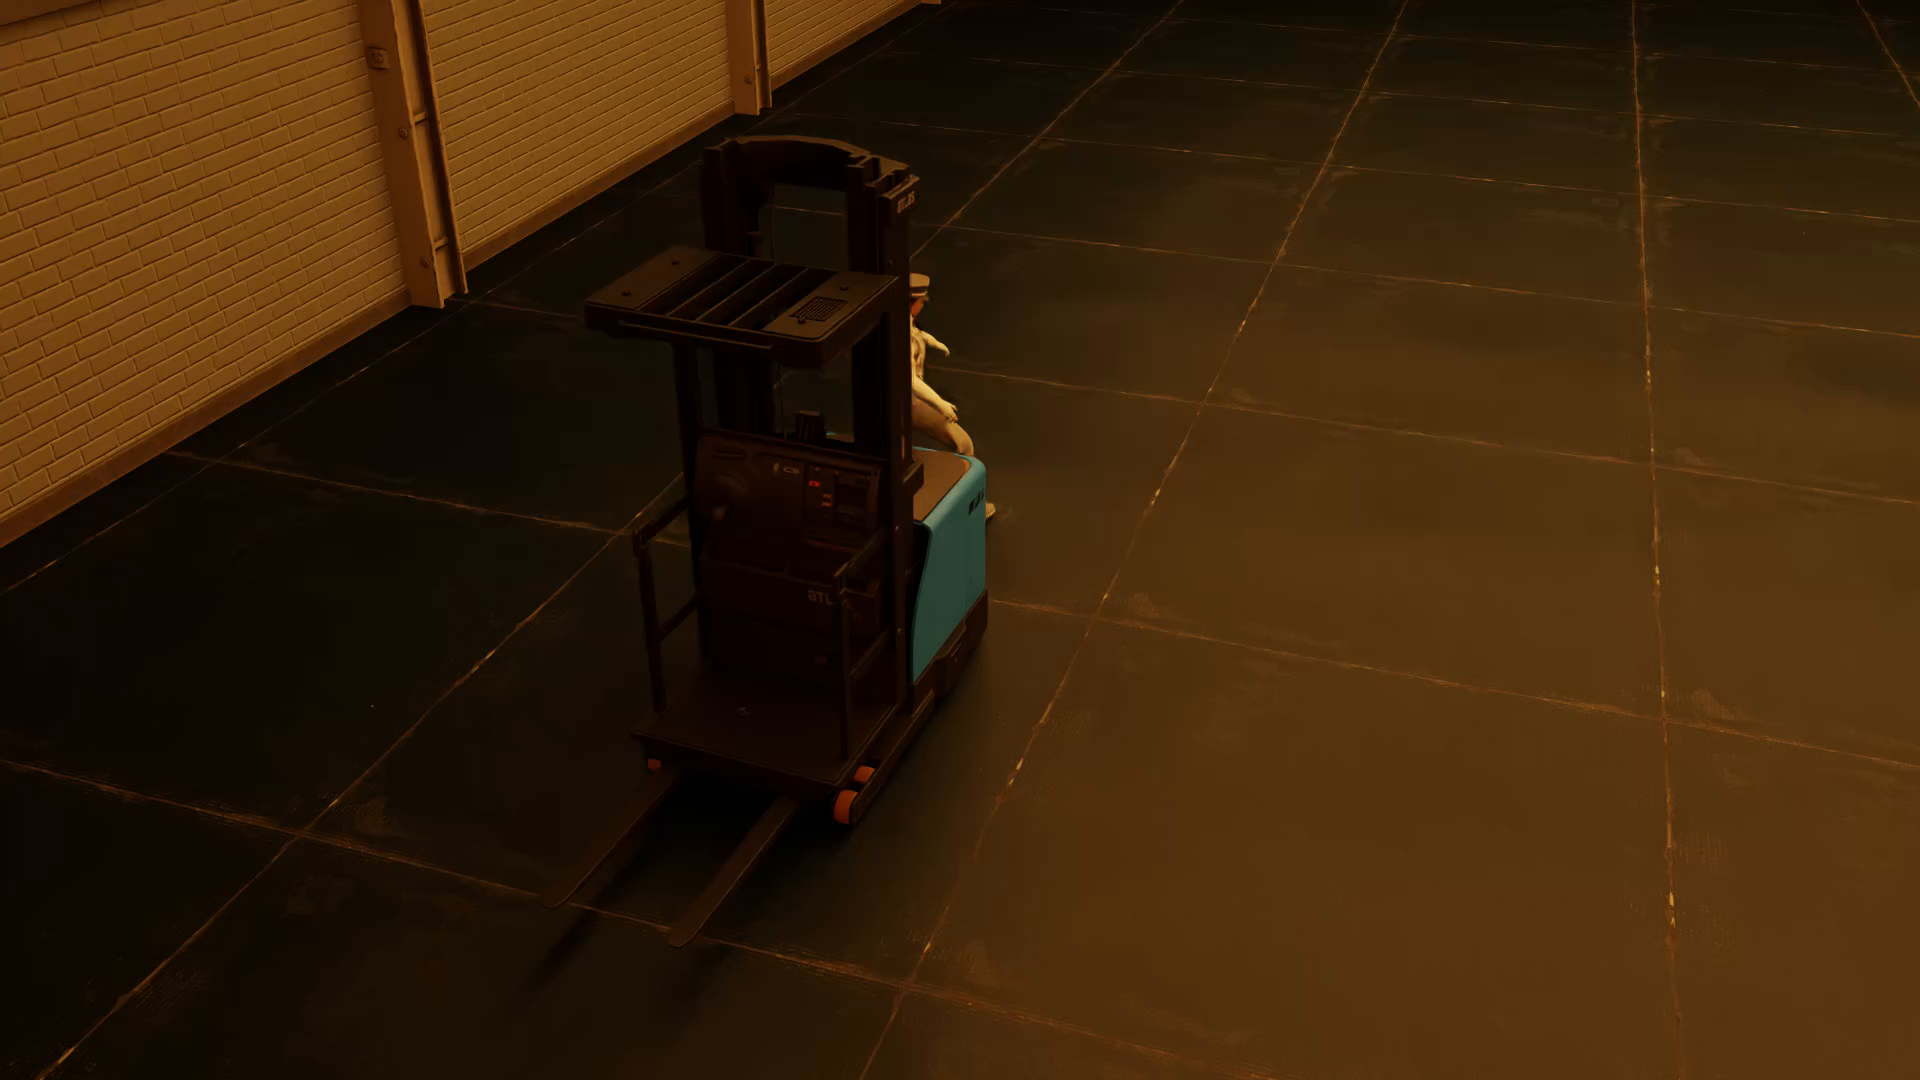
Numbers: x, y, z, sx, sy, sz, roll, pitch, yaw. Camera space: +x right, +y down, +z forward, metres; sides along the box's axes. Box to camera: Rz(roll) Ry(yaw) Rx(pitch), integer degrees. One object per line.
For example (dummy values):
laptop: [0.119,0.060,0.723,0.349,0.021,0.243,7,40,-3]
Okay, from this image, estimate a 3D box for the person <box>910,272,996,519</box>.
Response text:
person: [-0.254,-0.931,10.230,0.865,1.493,0.927,-4,30,-7]

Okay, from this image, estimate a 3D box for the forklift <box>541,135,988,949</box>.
forklift: [-0.875,-0.181,7.454,1.130,2.935,3.031,11,32,19]
